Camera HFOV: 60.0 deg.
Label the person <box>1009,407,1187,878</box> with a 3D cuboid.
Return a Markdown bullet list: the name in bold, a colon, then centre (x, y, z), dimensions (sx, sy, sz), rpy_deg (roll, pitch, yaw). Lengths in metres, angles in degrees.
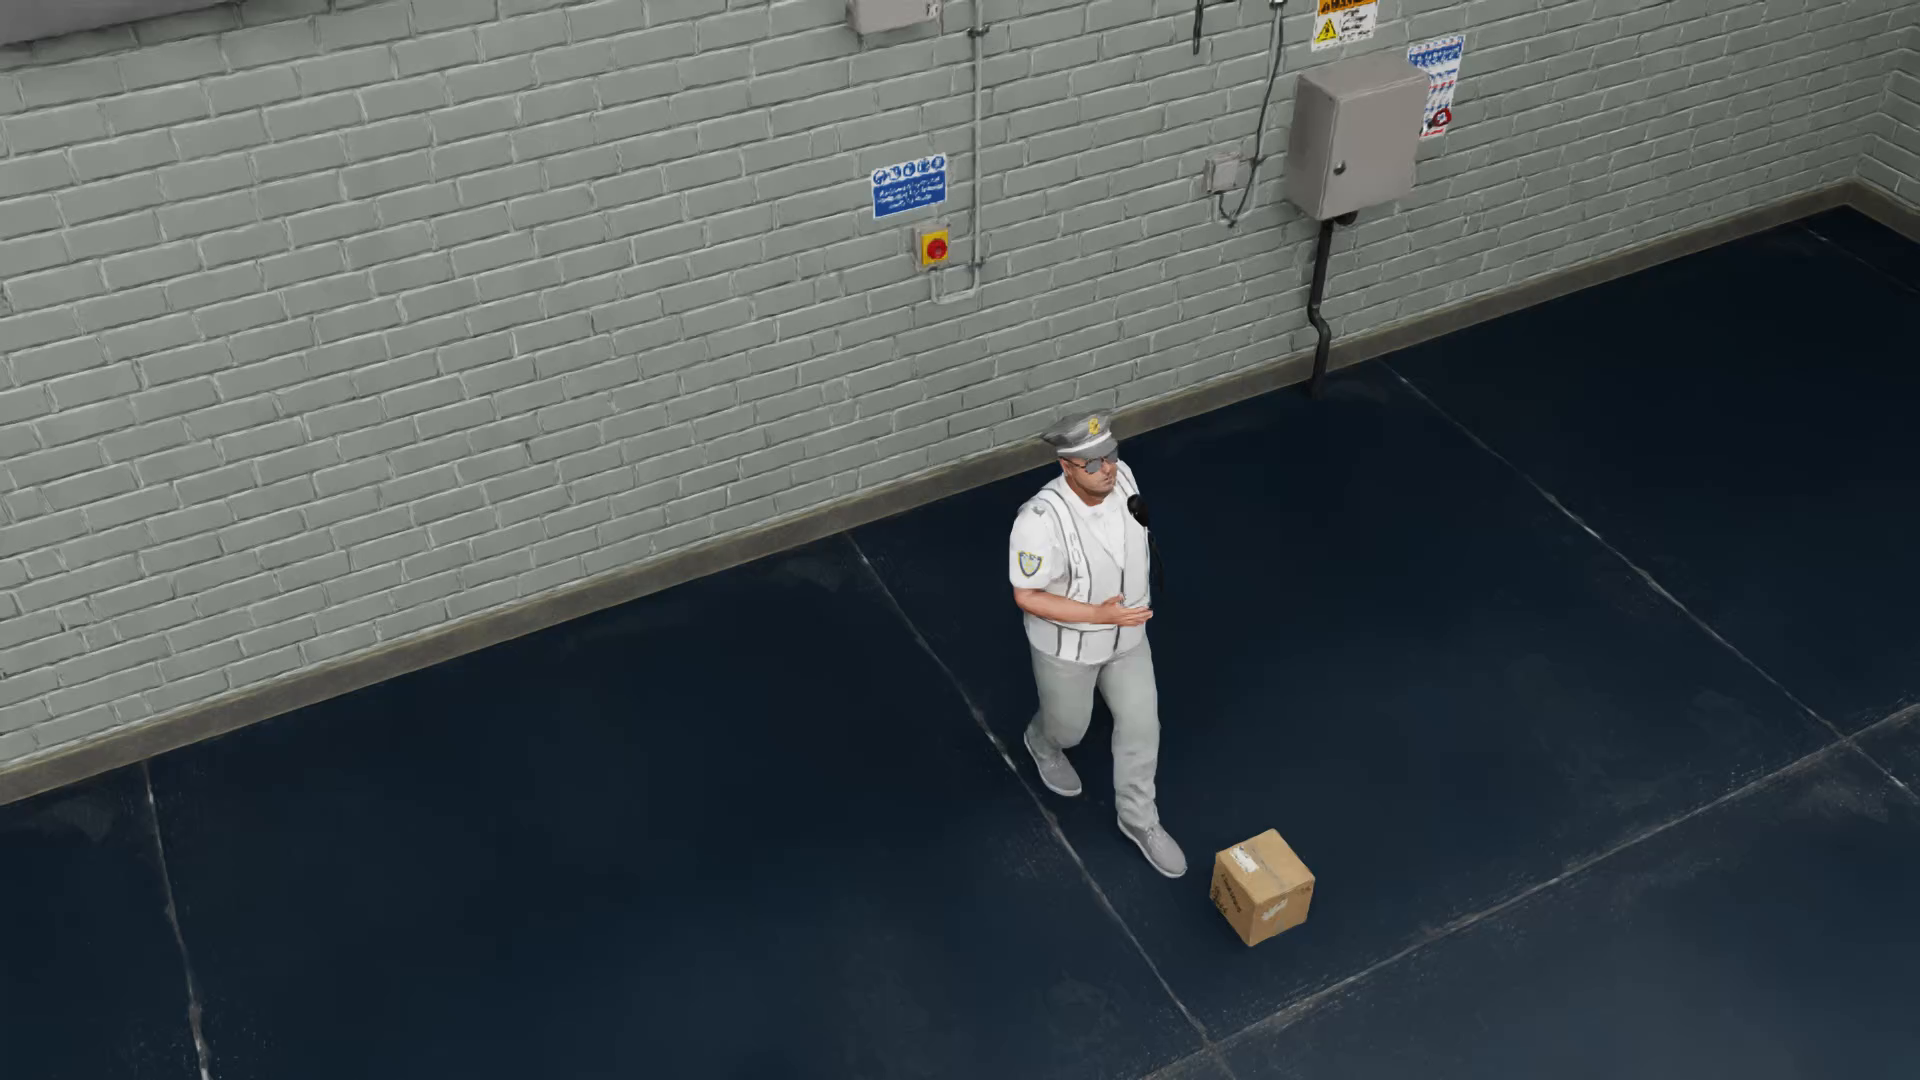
- **person**: centre (0.492, 0.360, 5.730), dimensions (0.621, 1.771, 0.858), rpy_deg (-20, 45, -21)
